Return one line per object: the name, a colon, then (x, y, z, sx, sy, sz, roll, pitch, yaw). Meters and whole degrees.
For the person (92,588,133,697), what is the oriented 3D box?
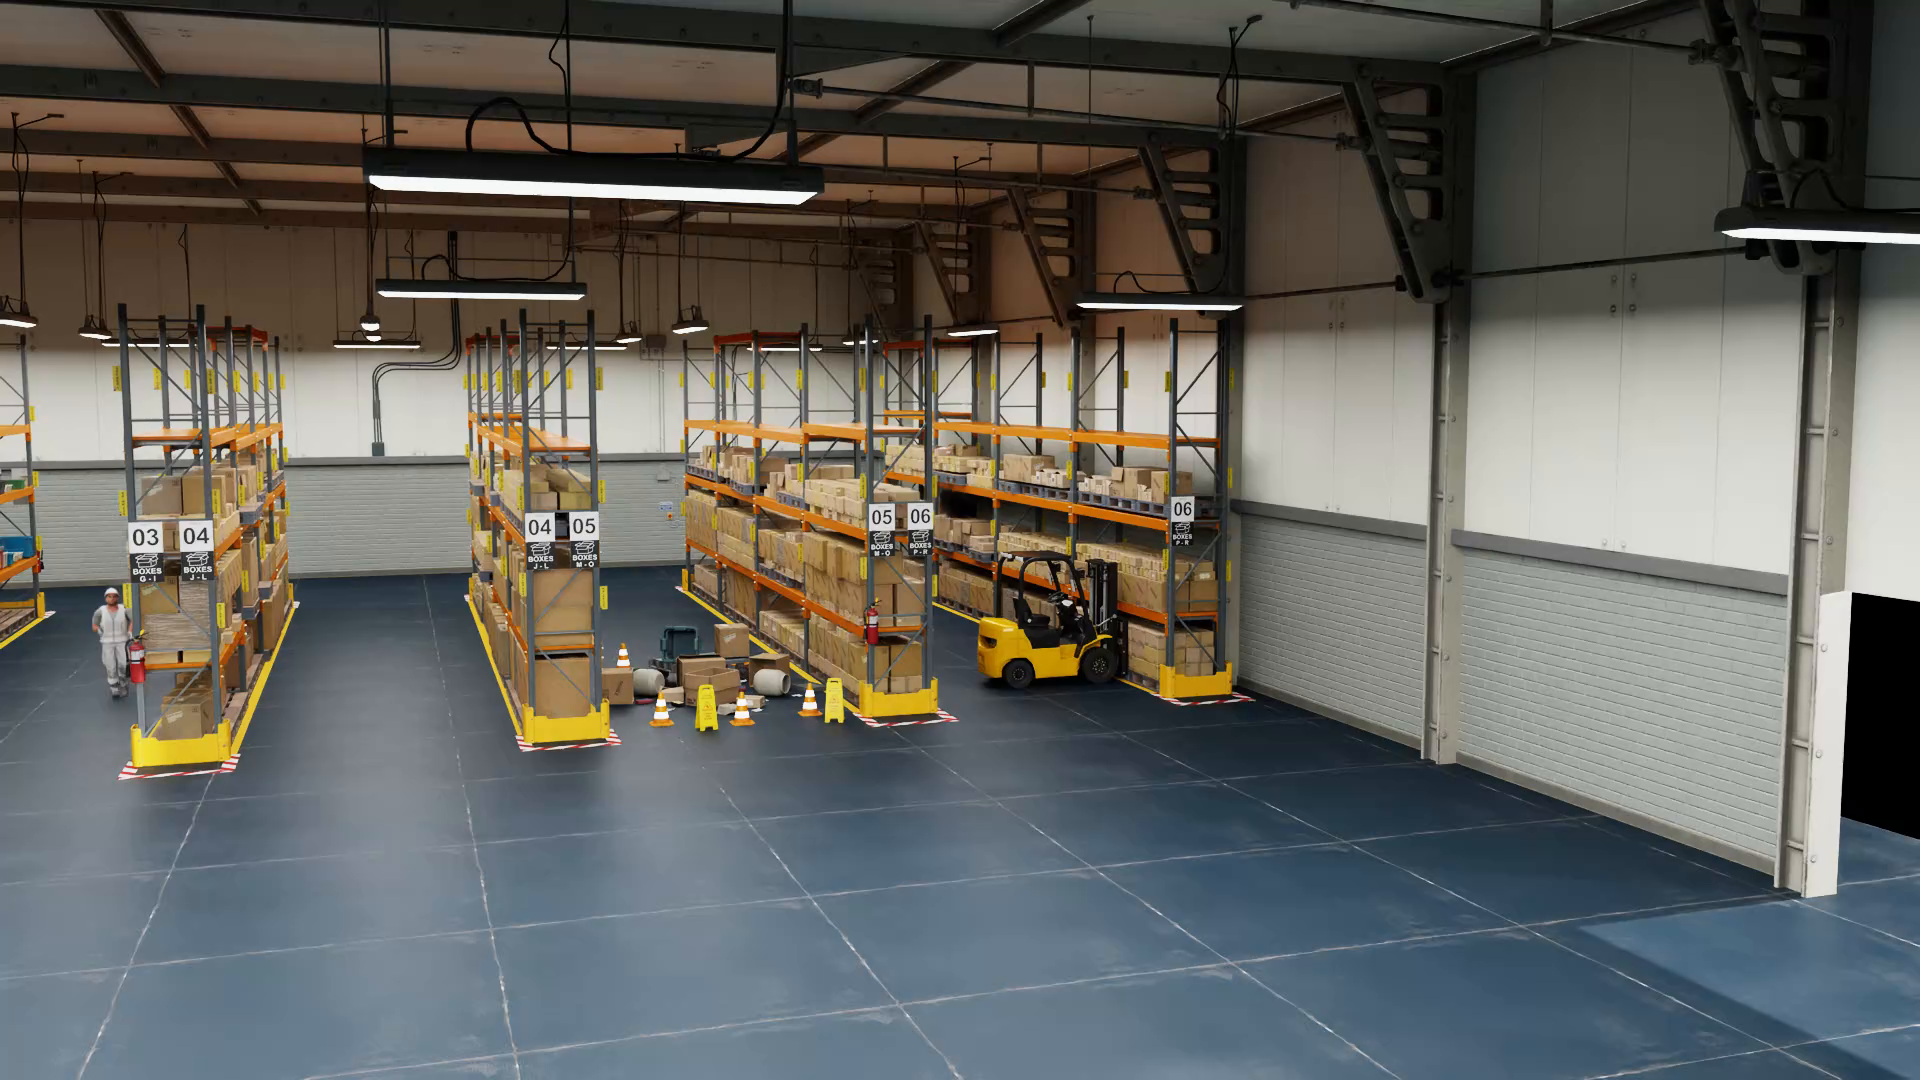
person: (-13.323, 1.634, 26.218, 0.628, 1.753, 0.632, -3, 6, -25)
